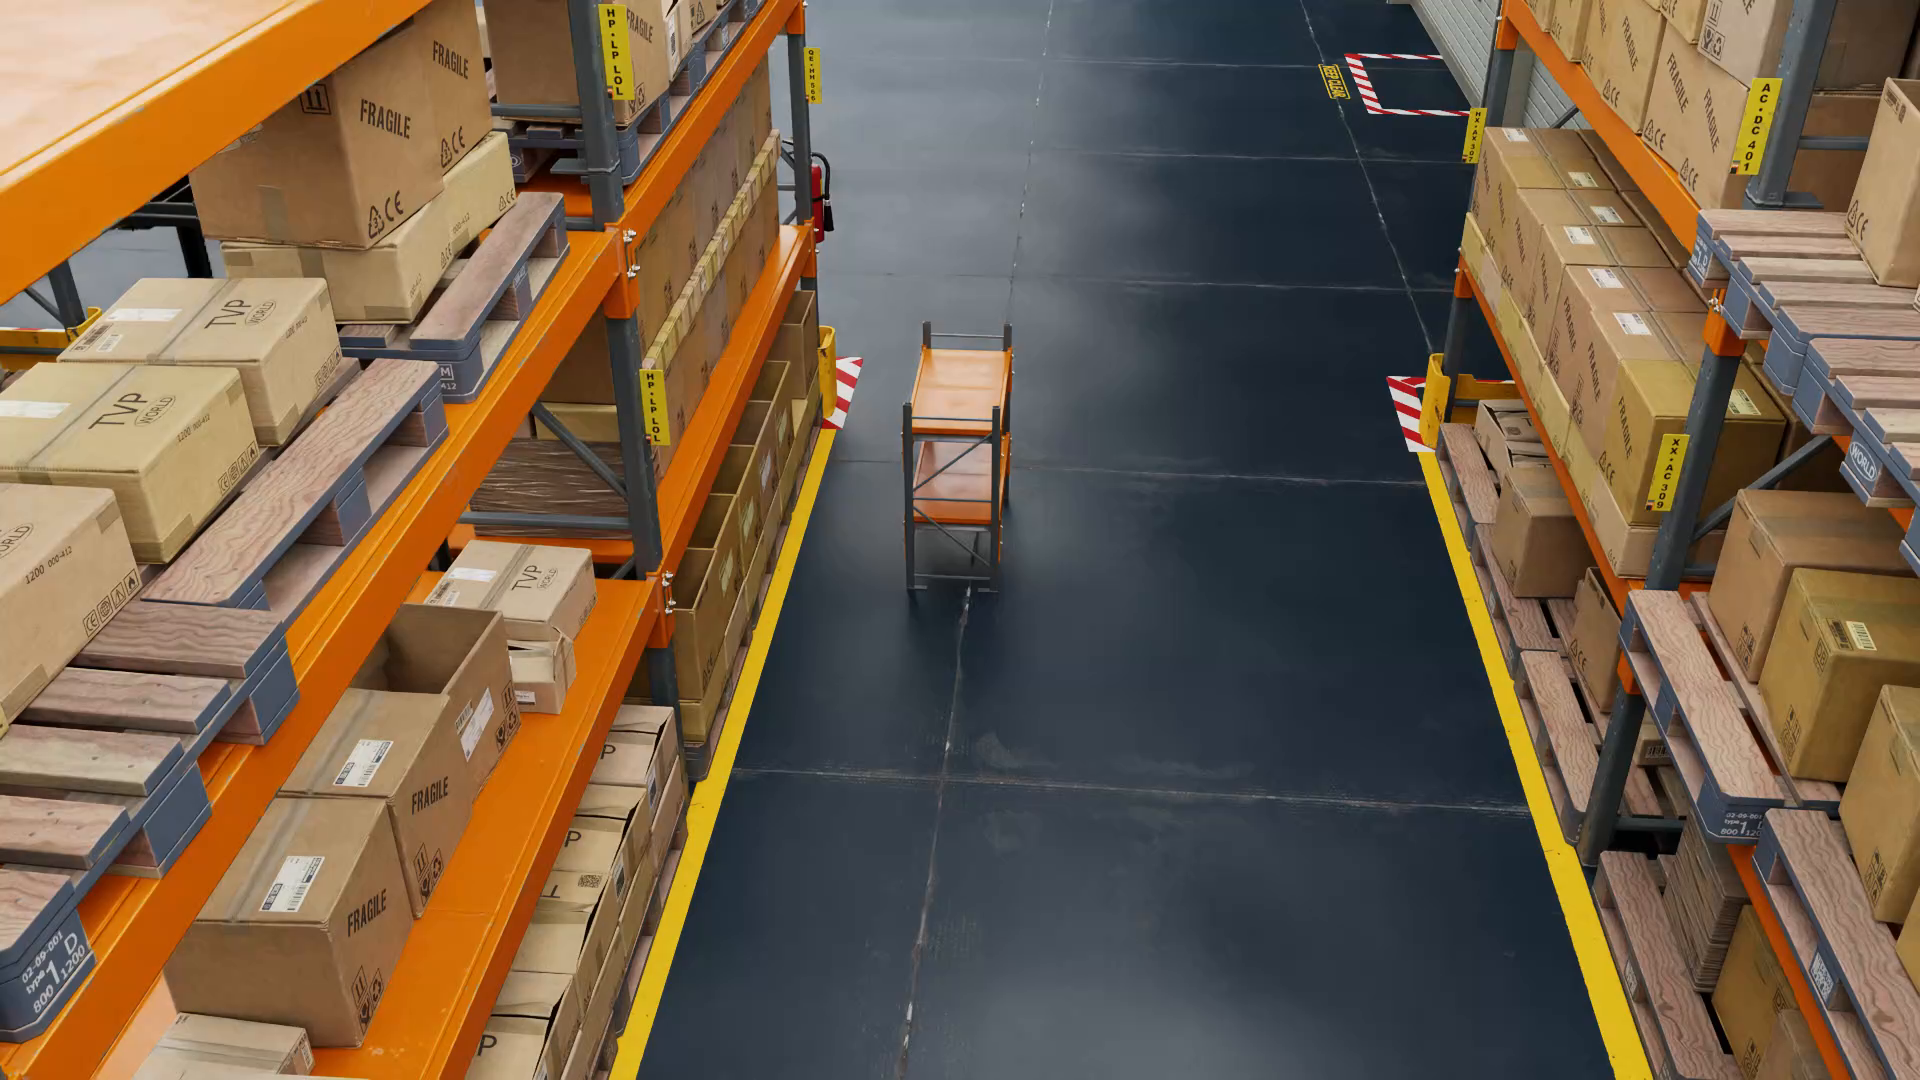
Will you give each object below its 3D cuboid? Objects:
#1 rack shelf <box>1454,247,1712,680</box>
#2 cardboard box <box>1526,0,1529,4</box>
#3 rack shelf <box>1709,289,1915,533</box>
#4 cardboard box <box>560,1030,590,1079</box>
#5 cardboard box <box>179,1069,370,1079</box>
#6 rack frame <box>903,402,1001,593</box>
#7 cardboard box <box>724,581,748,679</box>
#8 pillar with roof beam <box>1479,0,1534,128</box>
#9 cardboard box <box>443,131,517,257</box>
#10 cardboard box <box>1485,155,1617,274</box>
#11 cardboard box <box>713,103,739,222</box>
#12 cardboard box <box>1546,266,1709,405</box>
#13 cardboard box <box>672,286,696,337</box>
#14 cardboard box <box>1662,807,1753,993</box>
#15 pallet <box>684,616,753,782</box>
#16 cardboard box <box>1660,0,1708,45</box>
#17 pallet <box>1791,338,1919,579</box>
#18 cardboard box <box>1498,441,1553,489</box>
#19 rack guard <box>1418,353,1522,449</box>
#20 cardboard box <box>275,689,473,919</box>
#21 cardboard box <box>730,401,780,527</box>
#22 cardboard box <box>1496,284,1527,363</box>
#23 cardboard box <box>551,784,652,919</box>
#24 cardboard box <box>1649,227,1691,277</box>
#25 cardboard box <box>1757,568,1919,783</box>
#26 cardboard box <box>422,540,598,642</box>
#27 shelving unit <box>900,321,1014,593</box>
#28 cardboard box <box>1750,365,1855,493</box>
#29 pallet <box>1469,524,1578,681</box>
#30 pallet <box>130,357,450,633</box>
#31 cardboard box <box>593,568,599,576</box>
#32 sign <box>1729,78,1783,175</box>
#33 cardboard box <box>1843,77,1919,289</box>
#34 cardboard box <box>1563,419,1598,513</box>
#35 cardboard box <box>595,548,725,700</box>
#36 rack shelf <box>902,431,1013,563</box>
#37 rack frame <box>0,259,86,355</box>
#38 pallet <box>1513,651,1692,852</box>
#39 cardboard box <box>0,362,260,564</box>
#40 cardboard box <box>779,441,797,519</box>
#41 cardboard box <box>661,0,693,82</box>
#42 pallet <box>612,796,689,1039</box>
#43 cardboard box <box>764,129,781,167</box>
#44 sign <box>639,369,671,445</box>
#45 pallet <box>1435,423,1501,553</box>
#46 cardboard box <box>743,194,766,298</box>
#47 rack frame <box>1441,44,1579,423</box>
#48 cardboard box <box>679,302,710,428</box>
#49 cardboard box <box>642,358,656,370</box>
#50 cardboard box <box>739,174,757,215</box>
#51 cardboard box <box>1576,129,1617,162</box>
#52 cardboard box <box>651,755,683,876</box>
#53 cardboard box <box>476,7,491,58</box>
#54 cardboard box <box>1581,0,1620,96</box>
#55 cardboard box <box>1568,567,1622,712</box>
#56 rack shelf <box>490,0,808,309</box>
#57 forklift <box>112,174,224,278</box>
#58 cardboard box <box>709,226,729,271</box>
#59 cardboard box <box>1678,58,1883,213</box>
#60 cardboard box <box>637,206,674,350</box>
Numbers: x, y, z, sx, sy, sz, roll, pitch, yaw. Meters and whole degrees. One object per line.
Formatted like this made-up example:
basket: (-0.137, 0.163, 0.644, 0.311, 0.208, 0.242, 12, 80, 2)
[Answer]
rack shelf: (3.367, -0.603, 8.336, 1.077, 0.370, 4.000, 2, 32, 4)
cardboard box: (3.254, -3.119, 8.759, 0.500, 0.500, 0.500, 3, 32, 5)
rack shelf: (3.042, 0.211, 4.155, 1.077, 0.370, 4.000, 2, 32, 4)
cardboard box: (-1.605, 1.946, 5.735, 0.500, 0.250, 0.500, 3, 32, 5)
cardboard box: (-1.793, 1.597, 4.165, 0.500, 0.311, 0.500, 2, 32, 3)
rack frame: (-0.042, -0.210, 8.798, 0.500, 1.125, 0.032, 2, 32, 4)
cardboard box: (-1.347, 0.428, 8.198, 0.500, 0.250, 0.500, 2, 32, 4)
pillar with roof beam: (0.533, -7.428, 13.006, 9.100, 9.000, 0.400, 2, 32, 4)
cardboard box: (-1.793, -1.144, 5.410, 0.500, 0.250, 0.500, 6, 32, 9)
cardboard box: (3.142, -1.725, 8.879, 0.500, 0.500, 0.500, 3, 32, 4)
cardboard box: (-1.540, -1.950, 8.503, 0.700, 0.500, 0.500, 3, 32, 4)
cardboard box: (3.022, -0.912, 7.561, 0.500, 0.500, 0.500, 2, 32, 3)
cardboard box: (-1.436, -1.059, 7.675, 0.380, 0.149, 0.250, 1, 32, 2)
cardboard box: (3.161, 1.399, 6.365, 0.700, 0.500, 0.500, 3, 32, 6)
pallet: (-1.626, 0.700, 8.194, 1.003, 0.211, 1.213, 2, 32, 4)
cardboard box: (3.009, -2.180, 6.282, 0.500, 0.500, 0.500, 4, 32, 7)
pallet: (2.967, -0.200, 4.316, 1.213, 0.211, 1.003, 2, 32, 4)
cardboard box: (3.338, -0.342, 9.370, 0.500, 0.311, 0.500, 5, 32, 8)
rack guard: (3.524, -0.852, 10.436, 1.175, 0.500, 0.348, 2, 32, 4)
cardboard box: (-1.895, 0.822, 5.242, 0.500, 0.500, 0.500, 3, 32, 4)
cardboard box: (-1.263, -0.414, 8.850, 0.500, 0.500, 0.500, 2, 32, 4)
cardboard box: (3.099, -1.120, 8.613, 0.500, 0.250, 0.500, 2, 32, 3)
cardboard box: (-1.516, 1.176, 6.449, 0.500, 0.311, 0.500, 3, 32, 5)
cardboard box: (3.574, -1.167, 7.974, 0.500, 0.500, 0.500, 3, 32, 5)
cardboard box: (3.076, 0.463, 5.405, 0.700, 0.500, 0.500, 6, 32, 9)
cardboard box: (-1.729, 0.250, 6.409, 0.500, 0.250, 0.500, 4, 32, 7)
shelving unit: (-0.001, -0.475, 9.229, 0.538, 1.125, 1.048, 2, 32, 4)
cardboard box: (3.451, -0.365, 6.672, 0.500, 0.500, 0.500, 2, 32, 3)
pallet: (3.321, 0.331, 8.792, 1.003, 0.211, 1.213, 2, 32, 4)
pallet: (-2.004, -0.122, 4.190, 1.003, 0.211, 1.213, 4, 32, 6)
cardboard box: (-1.861, 0.086, 8.037, 0.500, 0.500, 0.500, 2, 32, 4)
sign: (2.663, -1.380, 5.559, 0.100, 0.325, 0.005, 2, 32, 4)
cardboard box: (3.080, -1.080, 5.068, 0.500, 0.500, 0.500, 7, 32, 11)
cardboard box: (2.990, -0.329, 7.329, 0.500, 0.250, 0.500, 3, 32, 4)
cardboard box: (-1.383, 0.370, 7.577, 0.500, 0.500, 0.500, 2, 32, 4)
rack shelf: (-0.001, -0.267, 9.358, 0.538, 0.278, 1.000, 2, 32, 4)
rack frame: (-6.344, -2.379, 10.531, 1.000, 3.000, 0.127, 2, 32, 4)
pallet: (3.224, 0.971, 7.754, 1.003, 0.211, 1.213, 2, 32, 4)
cardboard box: (-1.995, -0.187, 3.858, 0.500, 0.250, 0.500, 2, 32, 3)
cardboard box: (-1.224, -0.357, 9.471, 0.500, 0.250, 0.500, 2, 32, 4)
cardboard box: (-1.385, -2.085, 6.747, 0.500, 0.311, 0.500, 1, 32, 1)
pallet: (-1.754, 1.501, 6.894, 1.003, 0.211, 1.213, 2, 32, 4)
cardboard box: (-1.248, -2.276, 9.651, 0.380, 0.149, 0.250, 2, 32, 3)
sign: (-1.191, -0.515, 6.478, 0.100, 0.325, 0.005, 2, 32, 4)
pallet: (3.423, -0.305, 9.824, 1.003, 0.211, 1.213, 2, 32, 4)
cardboard box: (-1.496, -1.689, 9.317, 0.700, 0.500, 0.500, 3, 32, 5)
rack frame: (3.530, -1.955, 9.844, 1.000, 3.000, 0.127, 2, 32, 4)
cardboard box: (-1.622, -0.887, 8.015, 0.700, 0.500, 0.500, 3, 32, 5)
cardboard box: (-1.498, -0.656, 7.022, 0.380, 0.149, 0.250, 3, 32, 5)
cardboard box: (-1.312, -1.874, 8.998, 0.380, 0.149, 0.250, 3, 32, 5)
cardboard box: (3.704, -1.964, 9.267, 0.500, 0.500, 0.500, 2, 32, 3)
cardboard box: (-1.478, 1.148, 7.030, 0.500, 0.250, 0.500, 2, 32, 4)
cardboard box: (-1.907, -2.124, 6.965, 0.380, 0.149, 0.250, 2, 32, 4)
cardboard box: (3.114, -2.287, 7.409, 0.500, 0.500, 0.500, 4, 32, 7)
cardboard box: (3.249, 0.469, 7.874, 0.500, 0.500, 0.500, 0, 32, 0)
rack shelf: (-1.570, -2.090, 7.889, 1.077, 0.370, 4.000, 2, 32, 4)
forklift: (-3.226, -0.802, 8.037, 1.130, 2.935, 3.031, 4, 32, 6)
cardboard box: (-1.373, -1.465, 8.334, 0.380, 0.149, 0.250, 2, 32, 3)
cardboard box: (3.000, -1.468, 6.080, 0.500, 0.500, 0.500, 3, 32, 5)
cardboard box: (-1.663, -1.165, 7.230, 0.700, 0.500, 0.500, 2, 32, 4)
